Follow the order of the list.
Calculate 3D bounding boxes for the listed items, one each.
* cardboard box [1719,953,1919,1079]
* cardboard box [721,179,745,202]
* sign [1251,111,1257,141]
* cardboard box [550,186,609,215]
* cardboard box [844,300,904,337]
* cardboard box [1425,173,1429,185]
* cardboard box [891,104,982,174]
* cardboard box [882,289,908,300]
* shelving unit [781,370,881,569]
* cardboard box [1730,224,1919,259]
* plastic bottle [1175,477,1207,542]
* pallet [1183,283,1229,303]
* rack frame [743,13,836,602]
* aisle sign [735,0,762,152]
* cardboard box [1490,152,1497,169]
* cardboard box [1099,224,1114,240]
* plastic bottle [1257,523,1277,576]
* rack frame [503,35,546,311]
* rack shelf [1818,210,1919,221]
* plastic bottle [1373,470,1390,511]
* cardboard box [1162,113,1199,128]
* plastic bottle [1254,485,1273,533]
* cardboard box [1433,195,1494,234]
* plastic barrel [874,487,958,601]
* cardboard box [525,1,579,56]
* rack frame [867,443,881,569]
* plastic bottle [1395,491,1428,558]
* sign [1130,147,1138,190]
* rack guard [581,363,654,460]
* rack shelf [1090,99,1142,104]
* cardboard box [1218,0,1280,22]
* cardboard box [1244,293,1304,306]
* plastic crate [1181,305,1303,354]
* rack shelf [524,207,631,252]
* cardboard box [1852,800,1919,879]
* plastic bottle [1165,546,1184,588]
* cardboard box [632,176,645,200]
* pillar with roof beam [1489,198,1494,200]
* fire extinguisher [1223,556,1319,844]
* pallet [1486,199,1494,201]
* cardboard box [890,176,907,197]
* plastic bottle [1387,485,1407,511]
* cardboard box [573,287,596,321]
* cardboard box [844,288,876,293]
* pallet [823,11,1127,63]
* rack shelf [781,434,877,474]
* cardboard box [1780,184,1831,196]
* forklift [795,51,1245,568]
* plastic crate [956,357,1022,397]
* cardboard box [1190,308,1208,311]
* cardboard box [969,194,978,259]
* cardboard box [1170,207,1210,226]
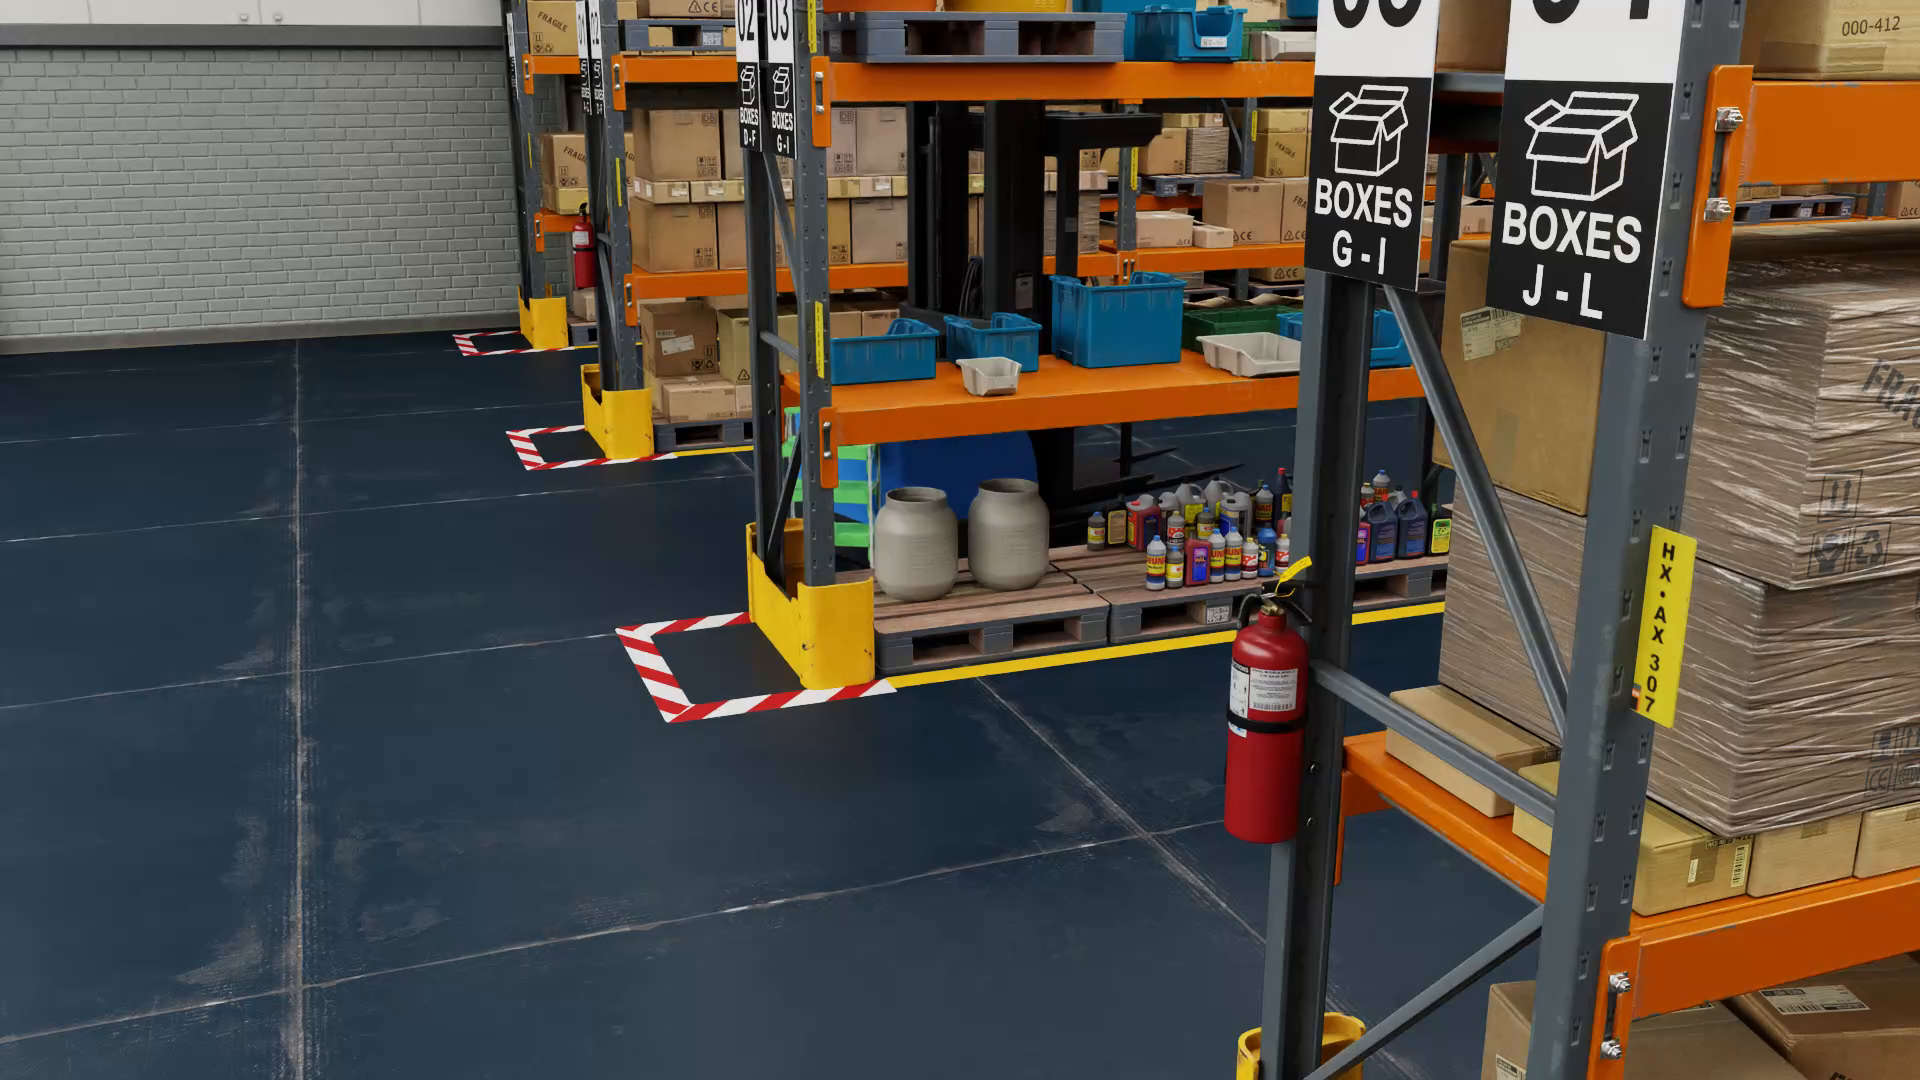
[{"bbox_3d":[2.101,1.286,4.087,0.500,0.500,0.500,-2,16,-6],"label":"cardboard box"},{"bbox_3d":[-1.653,-2.585,12.249,0.250,0.149,0.380,-6,17,-20],"label":"cardboard box"},{"bbox_3d":[3.322,-4.676,18.784,0.005,0.325,0.100,-6,17,-20],"label":"sign"},{"bbox_3d":[-3.782,-3.397,16.574,0.500,0.250,0.500,-7,18,-22],"label":"cardboard box"},{"bbox_3d":[-0.593,-1.579,12.956,0.500,0.500,0.500,-6,17,-20],"label":"cardboard box"},{"bbox_3d":[5.438,-4.368,20.059,0.250,0.149,0.380,-7,18,-22],"label":"cardboard box"},{"bbox_3d":[-0.192,-3.117,12.908,0.500,0.500,0.700,-6,17,-20],"label":"cardboard box"},{"bbox_3d":[-0.319,-1.771,13.609,0.500,0.500,0.500,-6,17,-20],"label":"cardboard box"},{"bbox_3d":[-0.699,-0.295,8.964,0.503,1.200,0.258,2,16,9],"label":"shelving unit"},{"bbox_3d":[1.856,-0.427,3.749,0.500,0.500,0.500,-6,17,-20],"label":"cardboard box"},{"bbox_3d":[1.280,-0.178,9.301,0.185,0.351,0.144,-5,17,-18],"label":"plastic bottle"},{"bbox_3d":[2.389,-2.884,19.545,1.213,0.211,1.003,-6,17,-20],"label":"pallet"},{"bbox_3d":[-0.807,-0.887,7.796,0.127,3.000,1.000,-6,17,-20],"label":"rack frame"},{"bbox_3d":[-0.980,-2.206,7.672,0.004,0.787,0.394,-6,17,-20],"label":"aisle sign"},{"bbox_3d":[6.513,-4.791,20.349,0.500,0.500,0.500,-6,18,-21],"label":"cardboard box"},{"bbox_3d":[1.432,-3.492,18.989,0.500,0.250,0.500,-6,17,-20],"label":"cardboard box"},{"bbox_3d":[1.601,0.045,8.684,0.097,0.271,0.097,0,16,0],"label":"plastic bottle"},{"bbox_3d":[-4.351,-3.494,16.673,0.127,3.000,1.000,-6,17,-20],"label":"rack frame"},{"bbox_3d":[10.498,-3.257,17.144,4.000,0.370,1.077,-6,17,-20],"label":"rack shelf"},{"bbox_3d":[2.474,-0.276,9.776,0.097,0.271,0.097,0,16,0],"label":"plastic bottle"},{"bbox_3d":[2.512,-4.792,18.983,0.250,0.149,0.380,-9,19,-29],"label":"cardboard box"},{"bbox_3d":[1.726,-0.177,9.438,0.097,0.271,0.097,0,16,0],"label":"plastic bottle"},{"bbox_3d":[4.540,-2.930,14.909,0.500,0.311,0.500,-5,17,-17],"label":"cardboard box"},{"bbox_3d":[-0.219,0.018,8.382,0.421,0.512,0.421,0,16,0],"label":"plastic barrel"},{"bbox_3d":[-3.950,-4.959,16.124,0.500,0.500,0.500,-6,17,-19],"label":"cardboard box"},{"bbox_3d":[-0.459,-0.285,8.925,0.015,1.200,0.240,2,16,9],"label":"rack frame"},{"bbox_3d":[2.430,-0.090,9.002,0.185,0.351,0.144,-7,18,-22],"label":"plastic bottle"},{"bbox_3d":[1.360,-2.902,12.979,0.005,0.325,0.100,-6,17,-20],"label":"sign"},{"bbox_3d":[-2.598,-0.989,12.580,0.348,0.500,1.175,-6,17,-20],"label":"rack guard"},{"bbox_3d":[3.027,-3.890,13.974,4.000,0.370,1.077,-6,17,-20],"label":"rack shelf"},{"bbox_3d":[2.250,-4.279,13.542,0.500,0.250,0.500,-8,18,-25],"label":"cardboard box"},{"bbox_3d":[2.856,-2.015,14.777,0.500,0.311,0.500,-6,18,-21],"label":"cardboard box"},{"bbox_3d":[1.560,-1.126,8.986,0.662,0.188,0.450,-6,17,-20],"label":"plastic crate"},{"bbox_3d":[-2.484,-3.350,17.461,4.000,0.370,1.077,-6,17,-20],"label":"rack shelf"},{"bbox_3d":[1.796,0.529,3.419,0.250,0.149,0.380,-6,17,-20],"label":"cardboard box"},{"bbox_3d":[1.095,0.133,8.508,0.097,0.201,0.097,0,16,0],"label":"plastic bottle"},{"bbox_3d":[-2.287,-2.639,12.432,0.250,0.149,0.380,-6,18,-21],"label":"cardboard box"},{"bbox_3d":[8.739,-6.748,17.106,0.400,9.000,9.100,-6,17,-20],"label":"pillar with roof beam"},{"bbox_3d":[0.694,0.343,3.743,0.183,0.674,0.296,-6,17,-20],"label":"fire extinguisher"},{"bbox_3d":[5.503,-2.992,15.305,1.003,0.211,1.213,-6,17,-20],"label":"pallet"},{"bbox_3d":[-0.451,-2.715,12.690,0.250,0.149,0.380,-6,17,-18],"label":"cardboard box"},{"bbox_3d":[2.379,-0.128,9.131,0.185,0.351,0.144,-6,17,-20],"label":"plastic bottle"},{"bbox_3d":[-3.673,-2.461,17.146,0.500,0.311,0.500,-8,18,-26],"label":"cardboard box"},{"bbox_3d":[-1.105,-2.687,18.173,0.250,0.166,0.380,-9,18,-27],"label":"cardboard box"},{"bbox_3d":[0.001,-2.294,7.597,1.213,0.211,1.003,-6,17,-20],"label":"pallet"},{"bbox_3d":[-0.700,-0.464,8.915,0.480,0.148,0.258,2,16,9],"label":"rack shelf"},{"bbox_3d":[8.108,-3.661,16.320,0.500,0.500,0.700,-14,21,-39],"label":"cardboard box"},{"bbox_3d":[0.497,-1.514,10.053,3.031,2.935,1.130,-12,20,-36],"label":"forklift"},{"bbox_3d":[0.144,-0.766,7.853,0.250,0.136,0.298,-6,17,-20],"label":"plastic crate"},{"bbox_3d":[2.104,-1.771,13.944,0.500,0.311,0.500,-6,18,-21],"label":"cardboard box"},{"bbox_3d":[-0.212,-2.491,13.081,0.500,0.500,0.700,-6,17,-19],"label":"cardboard box"},{"bbox_3d":[1.915,-2.667,14.094,0.258,0.266,0.396,-7,18,-21],"label":"cardboard box"}]
